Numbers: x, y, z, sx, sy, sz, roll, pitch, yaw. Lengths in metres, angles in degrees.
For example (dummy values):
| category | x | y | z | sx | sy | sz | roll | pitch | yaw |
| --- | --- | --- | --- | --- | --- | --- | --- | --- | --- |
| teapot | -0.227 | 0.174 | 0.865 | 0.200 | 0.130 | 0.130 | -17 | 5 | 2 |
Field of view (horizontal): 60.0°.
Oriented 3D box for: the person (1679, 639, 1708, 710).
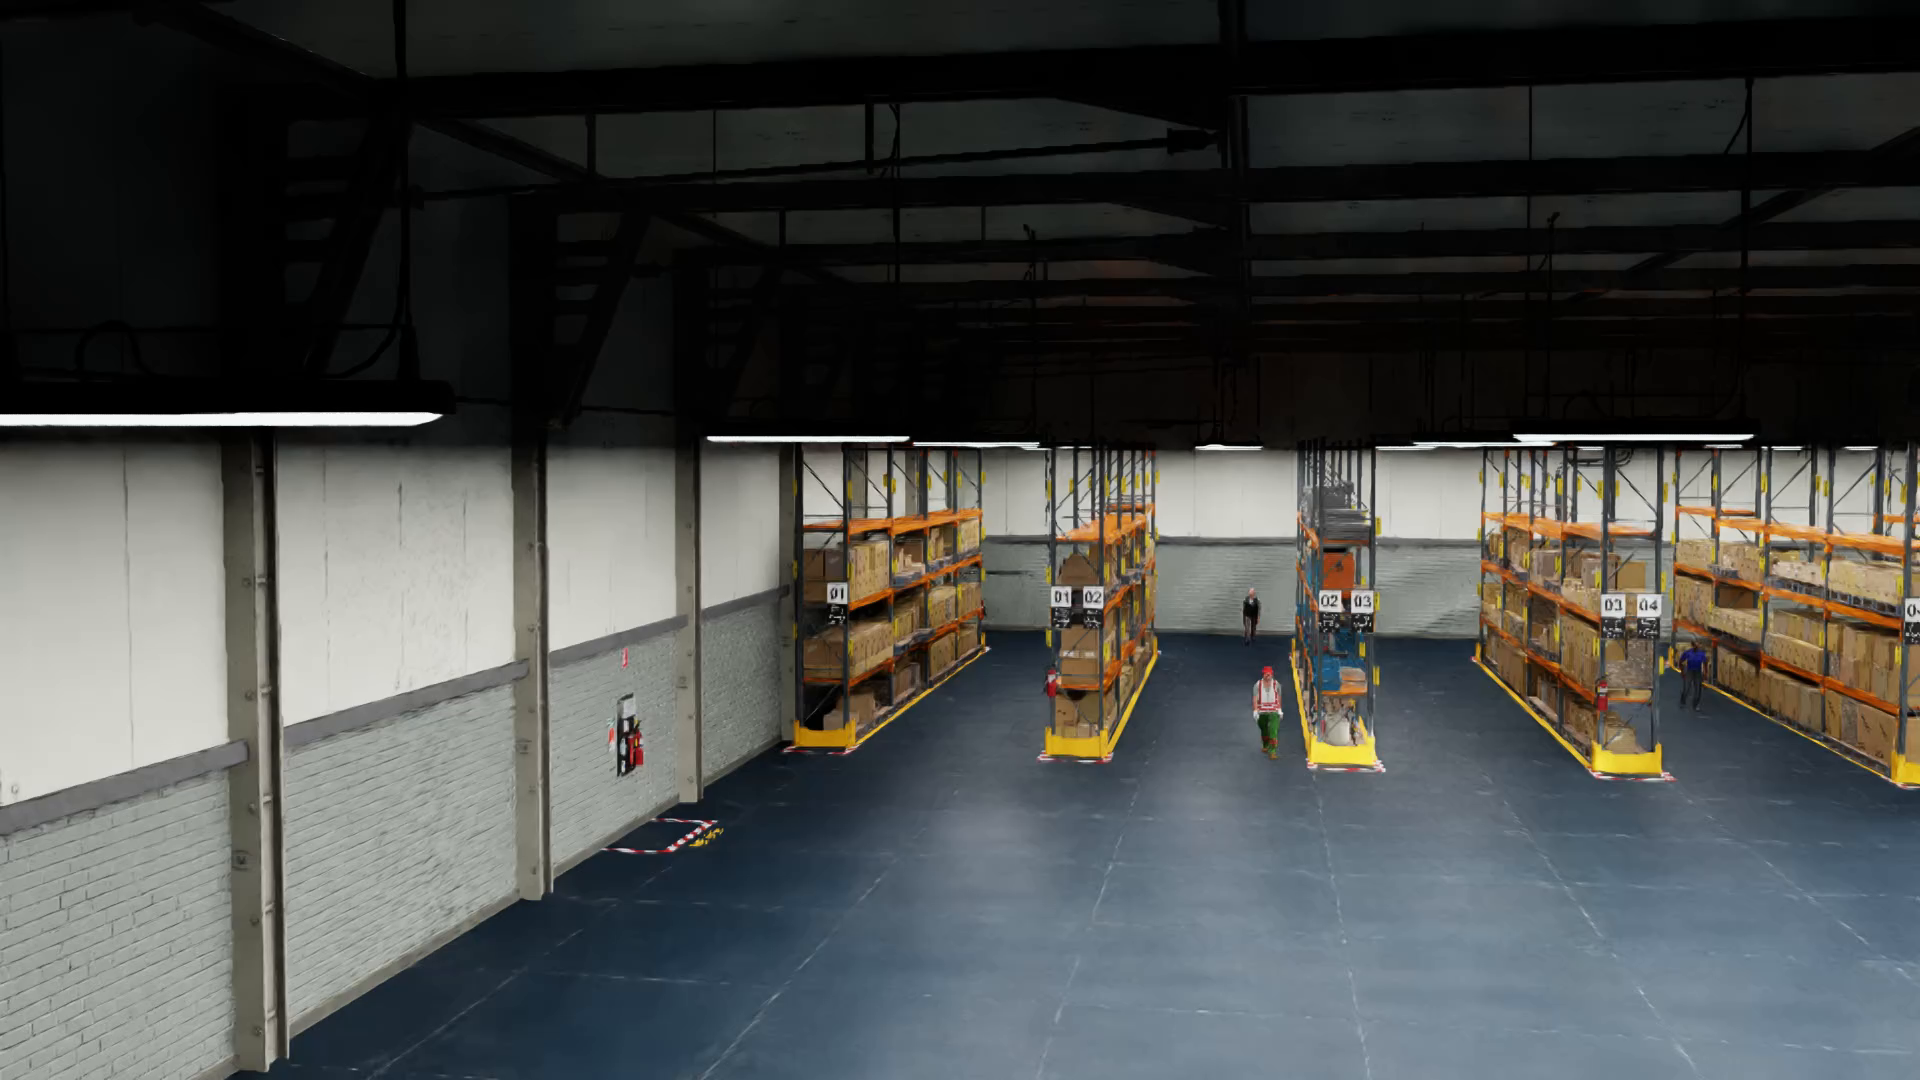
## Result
| category | x | y | z | sx | sy | sz | roll | pitch | yaw |
| --- | --- | --- | --- | --- | --- | --- | --- | --- | --- |
| person | 16.247 | 3.032 | 36.864 | 0.592 | 1.495 | 0.513 | 0 | 3 | 9 |

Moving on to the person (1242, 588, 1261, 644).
| category | x | y | z | sx | sy | sz | roll | pitch | yaw |
| --- | --- | --- | --- | --- | --- | --- | --- | --- | --- |
| person | 8.715 | 2.263 | 49.663 | 0.543 | 1.649 | 1.119 | 0 | 3 | 8 |

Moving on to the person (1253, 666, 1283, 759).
| category | x | y | z | sx | sy | sz | roll | pitch | yaw |
| --- | --- | --- | --- | --- | --- | --- | --- | --- | --- |
| person | 5.757 | 3.199 | 31.158 | 0.553 | 1.705 | 1.104 | 1 | 3 | 14 |
